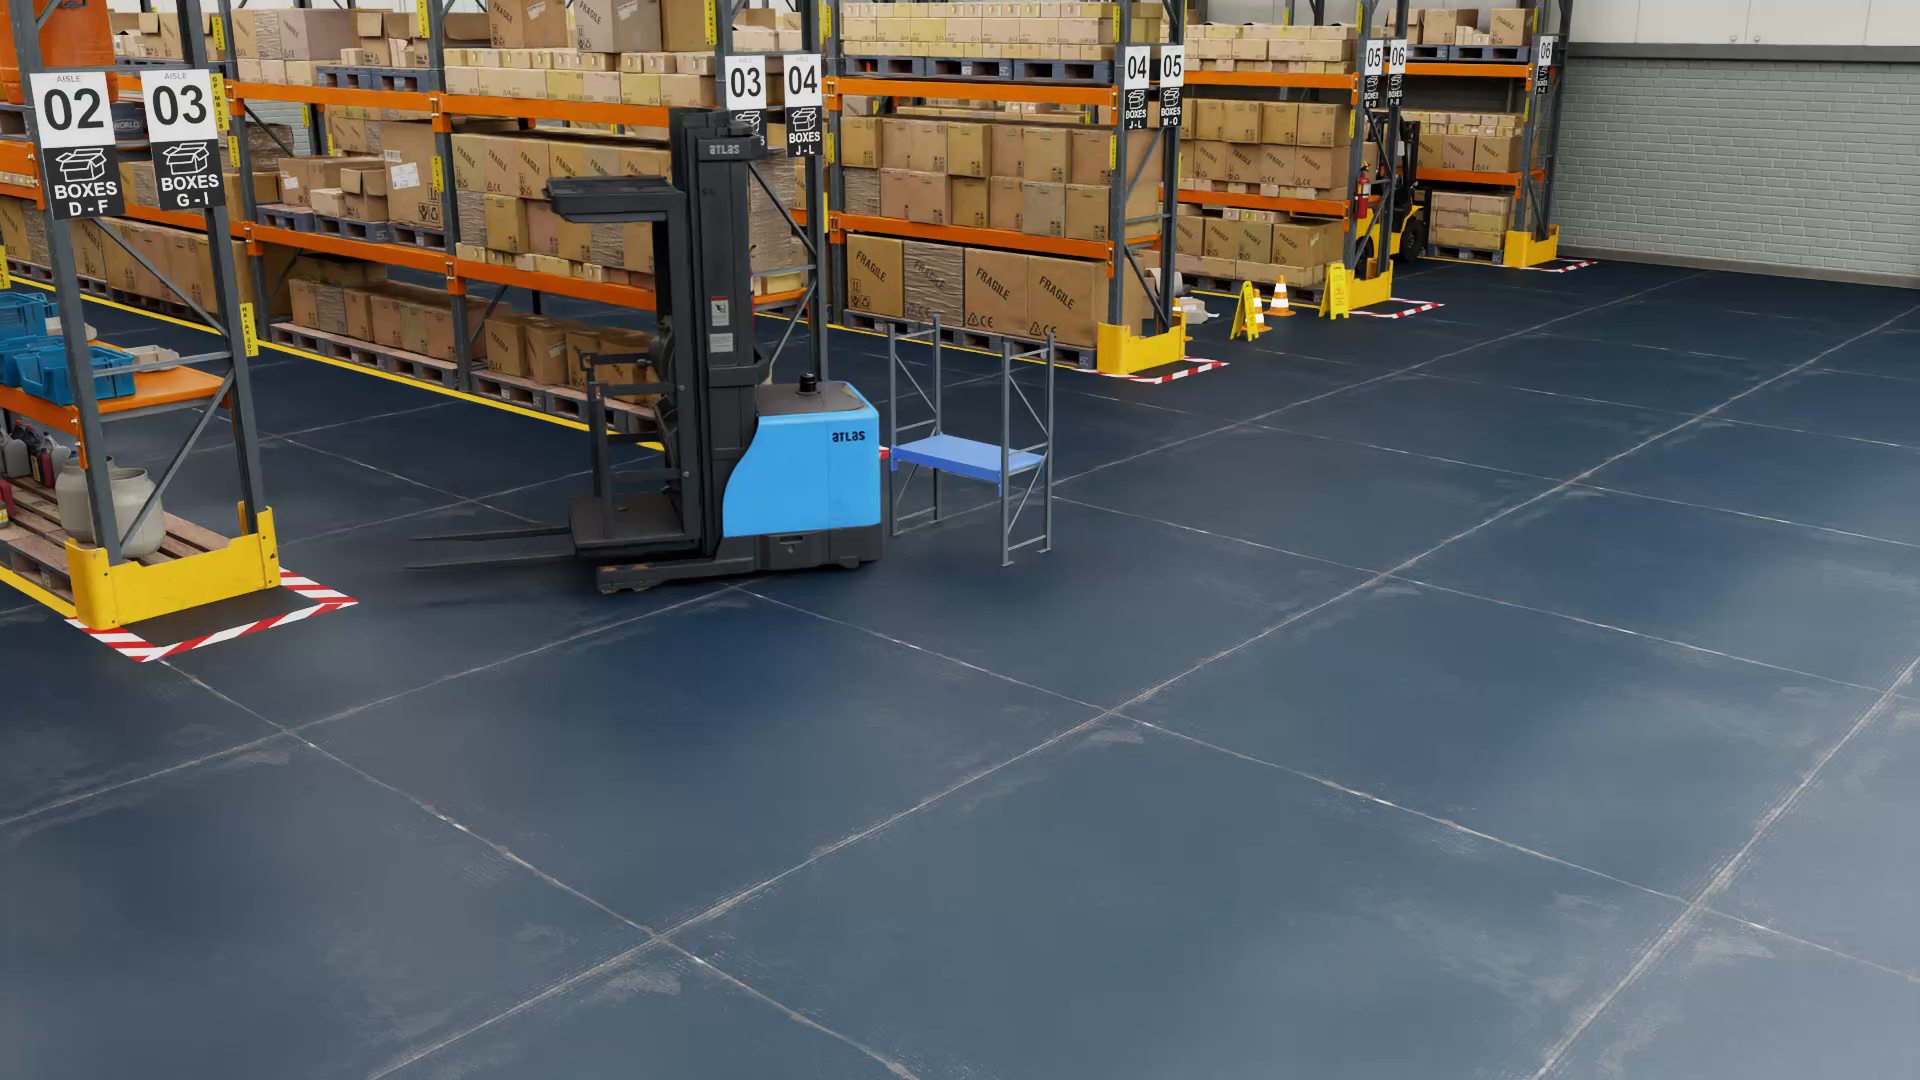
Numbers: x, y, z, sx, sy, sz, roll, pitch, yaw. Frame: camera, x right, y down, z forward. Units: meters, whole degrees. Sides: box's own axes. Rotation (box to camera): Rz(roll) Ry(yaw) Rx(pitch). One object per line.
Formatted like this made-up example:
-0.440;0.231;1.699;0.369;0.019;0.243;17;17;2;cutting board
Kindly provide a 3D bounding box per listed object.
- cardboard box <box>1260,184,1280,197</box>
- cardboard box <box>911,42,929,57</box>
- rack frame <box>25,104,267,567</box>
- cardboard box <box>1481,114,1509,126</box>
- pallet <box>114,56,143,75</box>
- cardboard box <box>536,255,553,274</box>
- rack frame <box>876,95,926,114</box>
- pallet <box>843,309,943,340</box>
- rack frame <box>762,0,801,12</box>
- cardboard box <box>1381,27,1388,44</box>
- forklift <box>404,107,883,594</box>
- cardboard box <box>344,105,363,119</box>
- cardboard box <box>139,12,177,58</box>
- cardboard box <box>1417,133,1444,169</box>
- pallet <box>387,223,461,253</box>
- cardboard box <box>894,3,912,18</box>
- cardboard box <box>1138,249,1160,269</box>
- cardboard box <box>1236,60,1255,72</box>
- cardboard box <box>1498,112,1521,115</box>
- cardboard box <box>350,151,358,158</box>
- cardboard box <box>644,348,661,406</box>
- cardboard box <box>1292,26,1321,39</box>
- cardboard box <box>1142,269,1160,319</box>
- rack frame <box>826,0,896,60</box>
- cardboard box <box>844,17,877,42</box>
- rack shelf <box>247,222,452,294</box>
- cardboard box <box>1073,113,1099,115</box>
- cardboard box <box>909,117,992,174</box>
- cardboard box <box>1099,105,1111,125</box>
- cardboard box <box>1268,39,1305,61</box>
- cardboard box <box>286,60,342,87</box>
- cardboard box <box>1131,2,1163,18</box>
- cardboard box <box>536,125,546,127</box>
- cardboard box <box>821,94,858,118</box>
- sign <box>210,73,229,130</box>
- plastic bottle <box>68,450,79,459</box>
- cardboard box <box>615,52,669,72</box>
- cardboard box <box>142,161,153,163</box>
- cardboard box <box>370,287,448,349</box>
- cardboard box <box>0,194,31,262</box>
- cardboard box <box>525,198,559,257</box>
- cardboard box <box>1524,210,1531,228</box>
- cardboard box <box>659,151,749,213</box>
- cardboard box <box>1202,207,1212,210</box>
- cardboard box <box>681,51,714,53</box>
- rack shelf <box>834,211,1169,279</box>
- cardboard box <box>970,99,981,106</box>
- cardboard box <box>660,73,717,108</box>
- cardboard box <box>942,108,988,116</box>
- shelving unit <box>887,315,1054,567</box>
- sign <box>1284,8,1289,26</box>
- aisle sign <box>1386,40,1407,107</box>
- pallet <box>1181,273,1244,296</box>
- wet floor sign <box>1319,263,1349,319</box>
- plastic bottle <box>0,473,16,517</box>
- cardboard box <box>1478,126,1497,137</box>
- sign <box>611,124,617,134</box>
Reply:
4.012;-4.441;21.060;0.250;0.149;0.380;16;23;40;cardboard box
-0.306;-5.273;17.867;0.250;0.149;0.380;15;23;38;cardboard box
-4.779;-1.044;9.942;0.127;3.000;1.000;15;23;39;rack frame
7.766;-6.096;24.131;0.250;0.149;0.380;15;23;39;cardboard box
-9.748;-5.740;20.096;1.217;0.209;0.805;14;22;37;pallet
-3.571;-2.491;14.918;0.250;0.149;0.380;15;23;39;cardboard box
-0.897;-6.013;25.599;0.127;3.000;1.000;15;23;39;rack frame
-0.598;-2.570;19.361;1.213;0.211;1.003;15;23;39;pallet
-3.589;-11.602;33.294;0.127;3.000;1.000;15;23;39;rack frame
6.295;-7.580;24.942;0.258;0.266;0.396;14;23;38;cardboard box
-2.086;-1.233;10.650;3.031;2.935;1.130;-5;18;-15;forklift
-9.175;-6.785;25.724;0.500;0.500;0.500;14;23;38;cardboard box
-9.017;-5.855;19.279;0.637;0.503;0.797;15;23;39;cardboard box
7.071;-5.827;24.847;0.500;0.500;0.500;14;23;38;cardboard box
-4.958;-3.063;16.620;1.213;0.211;1.003;15;23;39;pallet
-0.498;-5.705;17.907;0.250;0.149;0.380;15;23;38;cardboard box
2.764;-3.815;22.526;0.500;0.250;0.500;17;24;42;cardboard box
3.695;-5.988;20.979;0.250;0.149;0.380;14;22;38;cardboard box
8.112;-6.212;24.498;0.250;0.149;0.380;16;24;41;cardboard box
-9.397;-6.091;26.261;0.250;0.149;0.380;16;24;42;cardboard box
-2.417;-1.415;14.549;0.500;0.500;0.500;-11;21;-31;cardboard box
4.267;-6.205;20.344;0.250;0.149;0.380;15;23;39;cardboard box
2.092;-2.997;20.222;0.637;0.503;0.797;0;18;2;cardboard box
-1.115;-6.929;18.569;0.127;3.000;1.000;15;23;39;rack frame
-0.935;-5.656;18.412;0.500;0.250;0.500;15;23;40;cardboard box
-5.979;-3.026;17.378;4.000;0.370;1.077;15;23;39;rack shelf
1.935;-5.758;23.446;0.500;0.500;0.500;16;23;41;cardboard box
-0.061;-4.350;18.327;0.550;0.550;0.875;15;23;39;cardboard box
2.280;-5.738;22.424;0.500;0.500;0.700;15;23;39;cardboard box
4.158;-6.053;20.523;0.500;0.250;0.500;15;23;39;cardboard box
-6.518;-4.773;16.981;0.500;0.250;0.500;16;23;40;cardboard box
1.838;-5.343;16.768;0.250;0.149;0.380;15;23;40;cardboard box
-6.079;-5.845;23.807;0.250;0.149;0.380;15;23;39;cardboard box
-1.846;-6.683;25.892;0.500;0.500;0.500;16;23;40;cardboard box
-4.411;-2.602;9.877;0.005;0.325;0.100;15;23;39;sign
-6.411;-0.517;12.066;0.097;0.271;0.097;0;18;0;plastic bottle
-2.606;-3.930;13.666;0.250;0.149;0.380;15;23;40;cardboard box
-9.478;-4.833;20.058;0.637;0.503;0.797;15;23;40;cardboard box
-5.691;-2.326;17.388;0.500;0.500;0.700;13;22;35;cardboard box
-12.927;-4.454;23.506;0.875;0.875;0.875;15;23;39;cardboard box
-3.396;-2.867;15.029;0.500;0.500;0.875;15;23;39;cardboard box
8.165;-4.800;24.801;0.500;0.250;0.500;16;23;40;cardboard box
-2.067;-2.885;13.434;0.500;0.500;0.500;15;23;39;cardboard box
3.097;-4.297;22.804;0.500;0.500;0.500;16;23;40;cardboard box
-2.101;-3.988;13.849;0.250;0.149;0.380;16;24;41;cardboard box
0.381;-3.325;18.319;4.000;0.370;1.077;15;23;39;rack shelf
0.591;-7.778;30.303;0.500;0.500;0.700;15;23;39;cardboard box
-2.021;-3.562;13.166;0.500;0.250;0.500;16;23;40;cardboard box
0.082;-6.052;24.370;0.500;0.500;0.500;16;23;40;cardboard box
0.064;-0.698;11.331;1.048;1.500;0.538;15;23;39;shelving unit
5.034;-8.035;25.637;0.005;0.325;0.100;15;23;39;sign
5.339;-5.703;20.327;0.004;0.787;0.394;15;23;39;aisle sign
3.537;-3.509;22.319;1.213;0.211;1.003;15;23;39;pallet
4.518;-3.004;20.011;0.267;0.644;0.232;-9;20;-27;wet floor sign
-6.544;-0.309;11.391;0.133;0.283;0.061;15;23;39;plastic bottle
7.722;-5.938;24.126;0.250;0.149;0.380;16;23;40;cardboard box
-4.460;-5.262;21.451;0.005;0.325;0.100;15;23;39;sign
